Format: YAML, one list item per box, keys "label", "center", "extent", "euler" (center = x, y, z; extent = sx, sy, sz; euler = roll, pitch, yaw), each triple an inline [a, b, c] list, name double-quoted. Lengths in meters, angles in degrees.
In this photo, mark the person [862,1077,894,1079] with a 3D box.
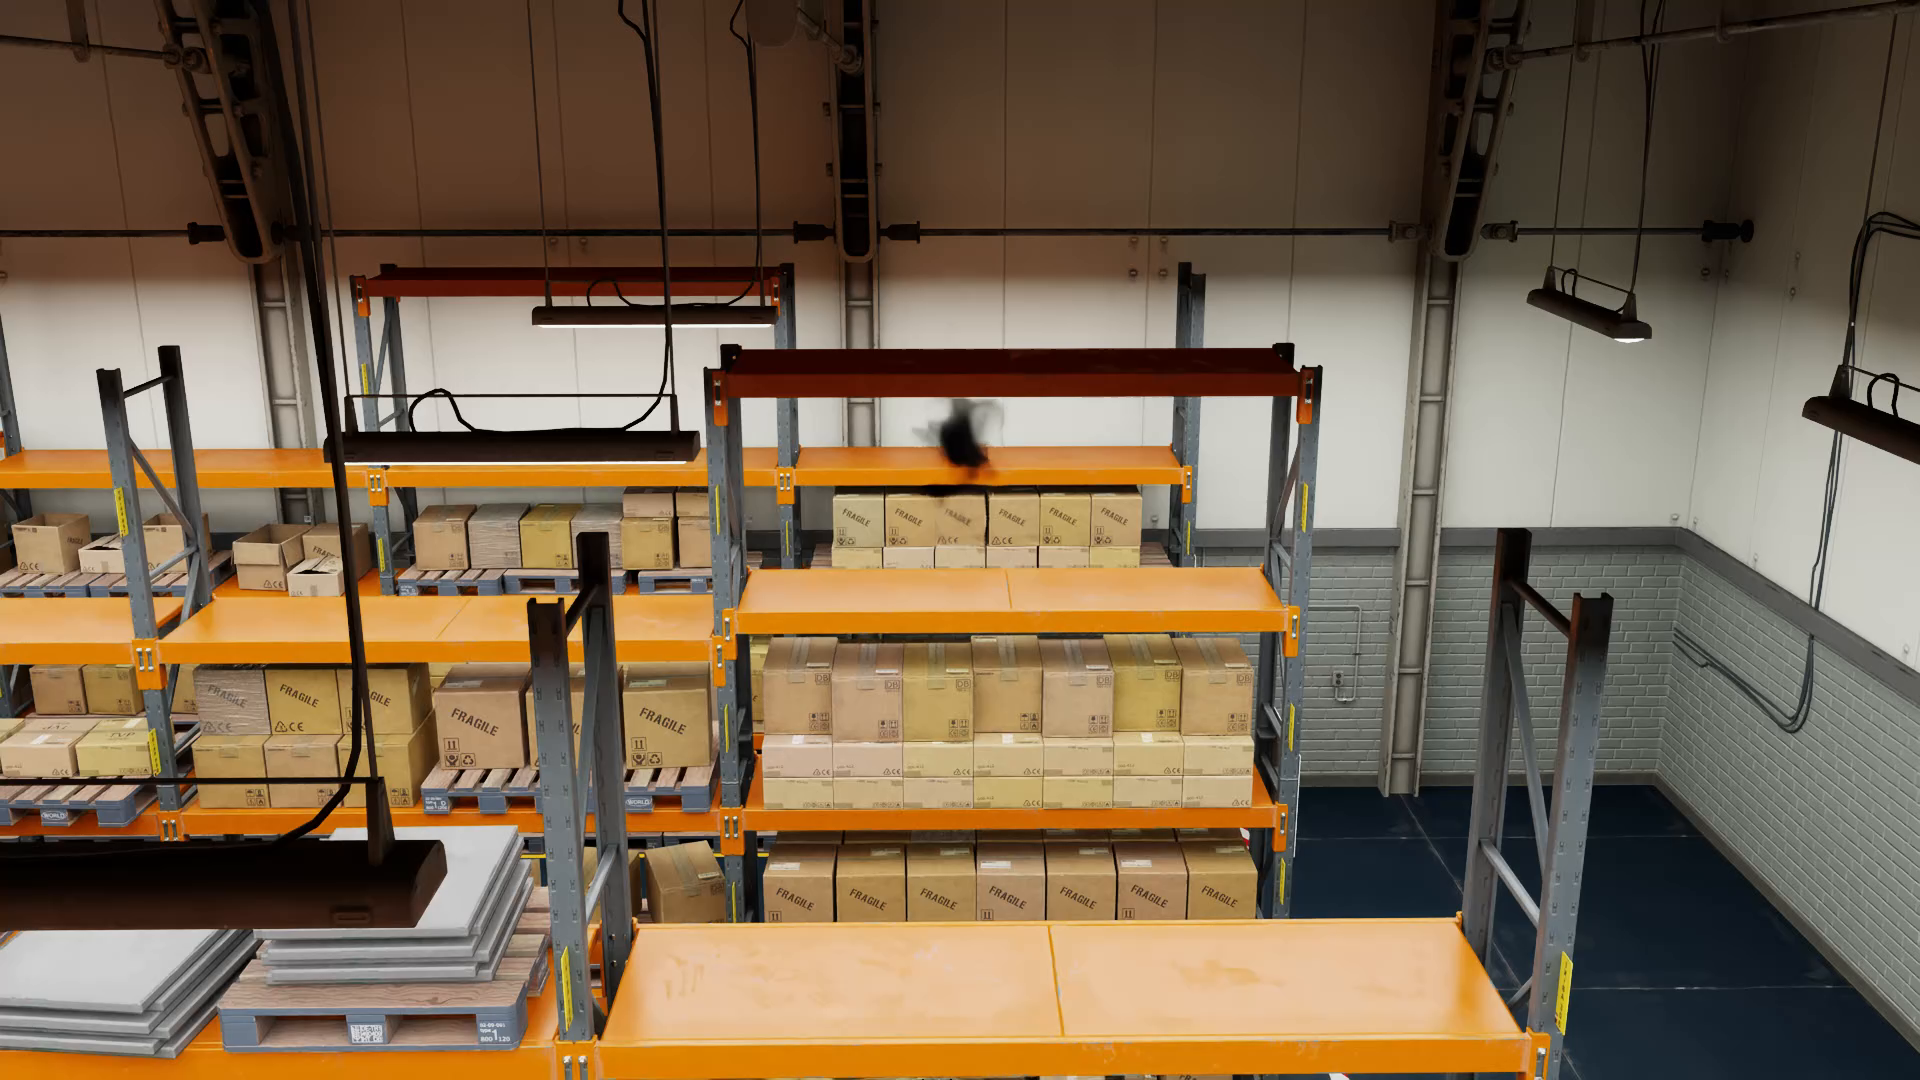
- label: "person"
  center: [-0.460, 4.243, 10.929]
  extent: [0.938, 1.689, 0.580]
  euler: [-3, 16, -9]
